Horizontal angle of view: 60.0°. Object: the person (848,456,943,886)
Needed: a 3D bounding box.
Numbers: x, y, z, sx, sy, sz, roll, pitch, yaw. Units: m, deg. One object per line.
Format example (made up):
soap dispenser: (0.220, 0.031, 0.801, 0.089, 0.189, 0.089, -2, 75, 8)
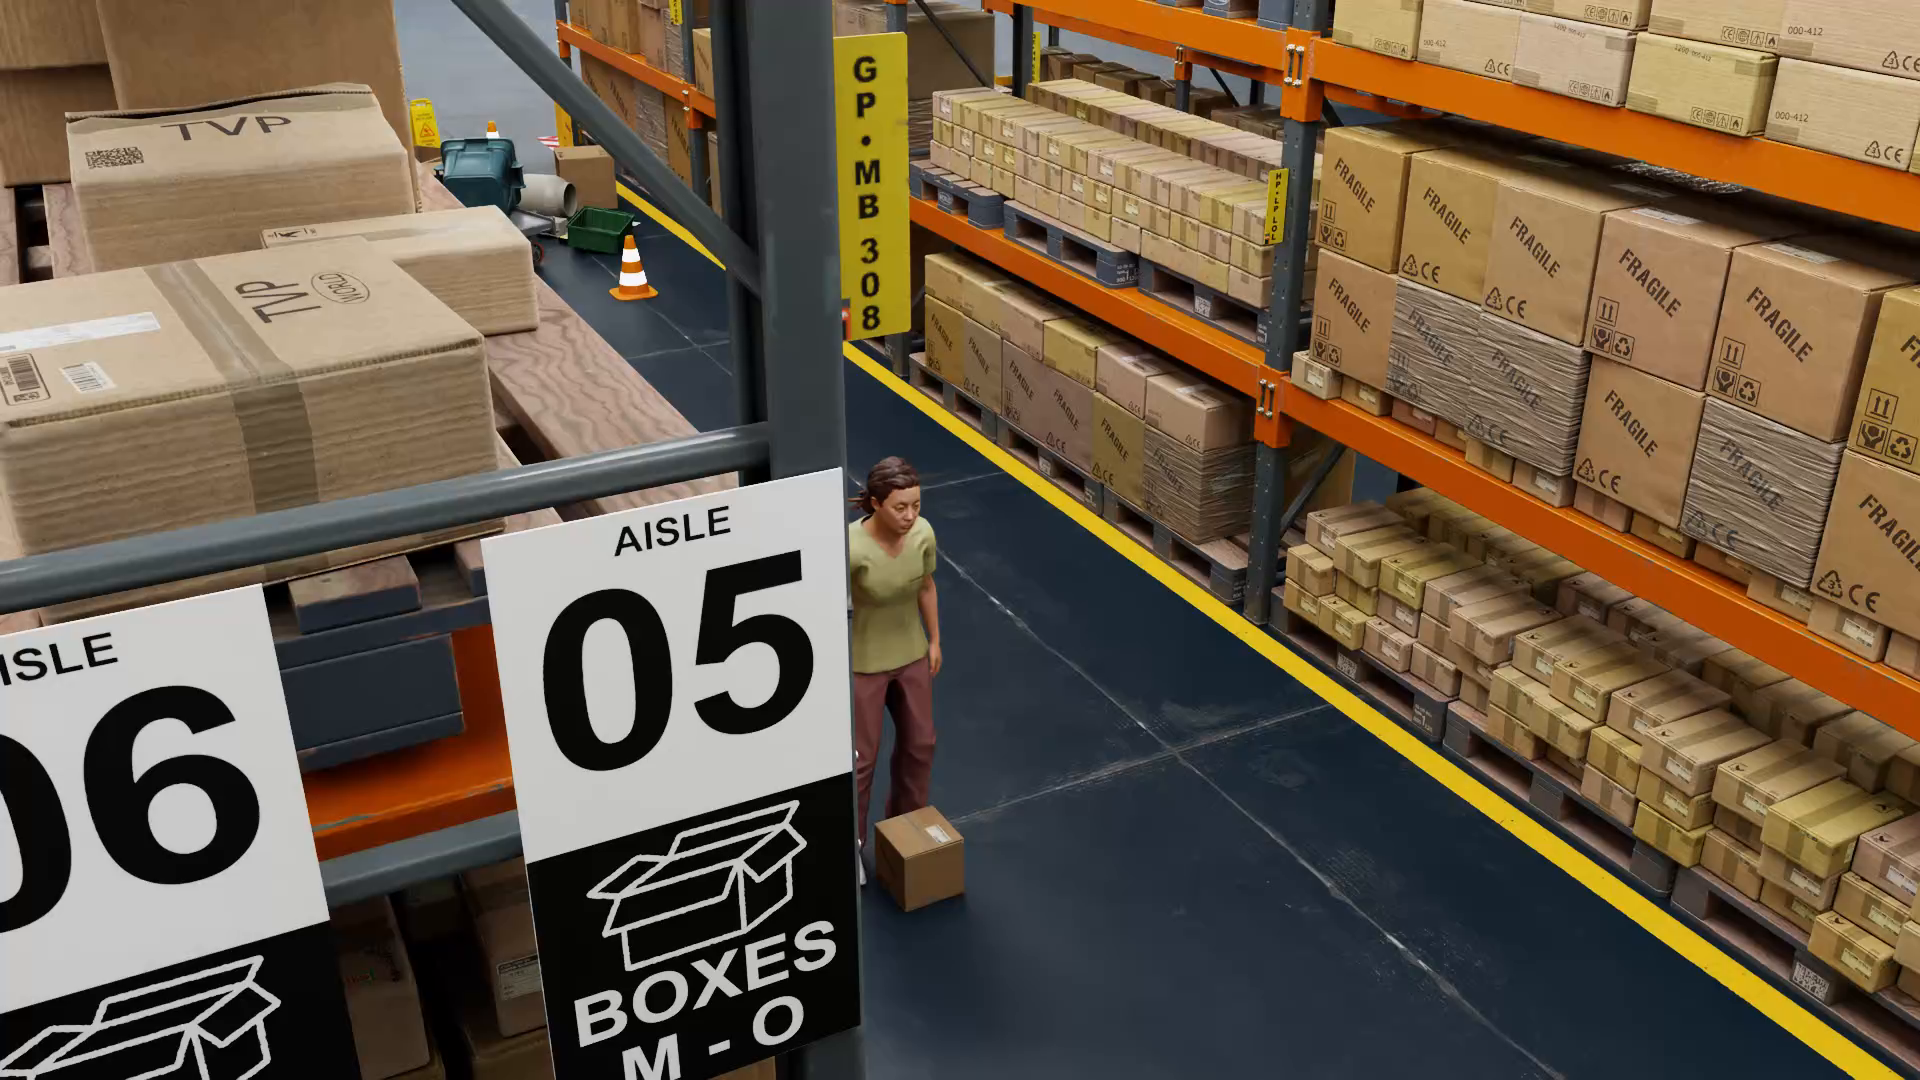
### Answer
person: (-0.275, 0.464, 6.147, 0.512, 1.671, 0.366, -15, 29, -28)
